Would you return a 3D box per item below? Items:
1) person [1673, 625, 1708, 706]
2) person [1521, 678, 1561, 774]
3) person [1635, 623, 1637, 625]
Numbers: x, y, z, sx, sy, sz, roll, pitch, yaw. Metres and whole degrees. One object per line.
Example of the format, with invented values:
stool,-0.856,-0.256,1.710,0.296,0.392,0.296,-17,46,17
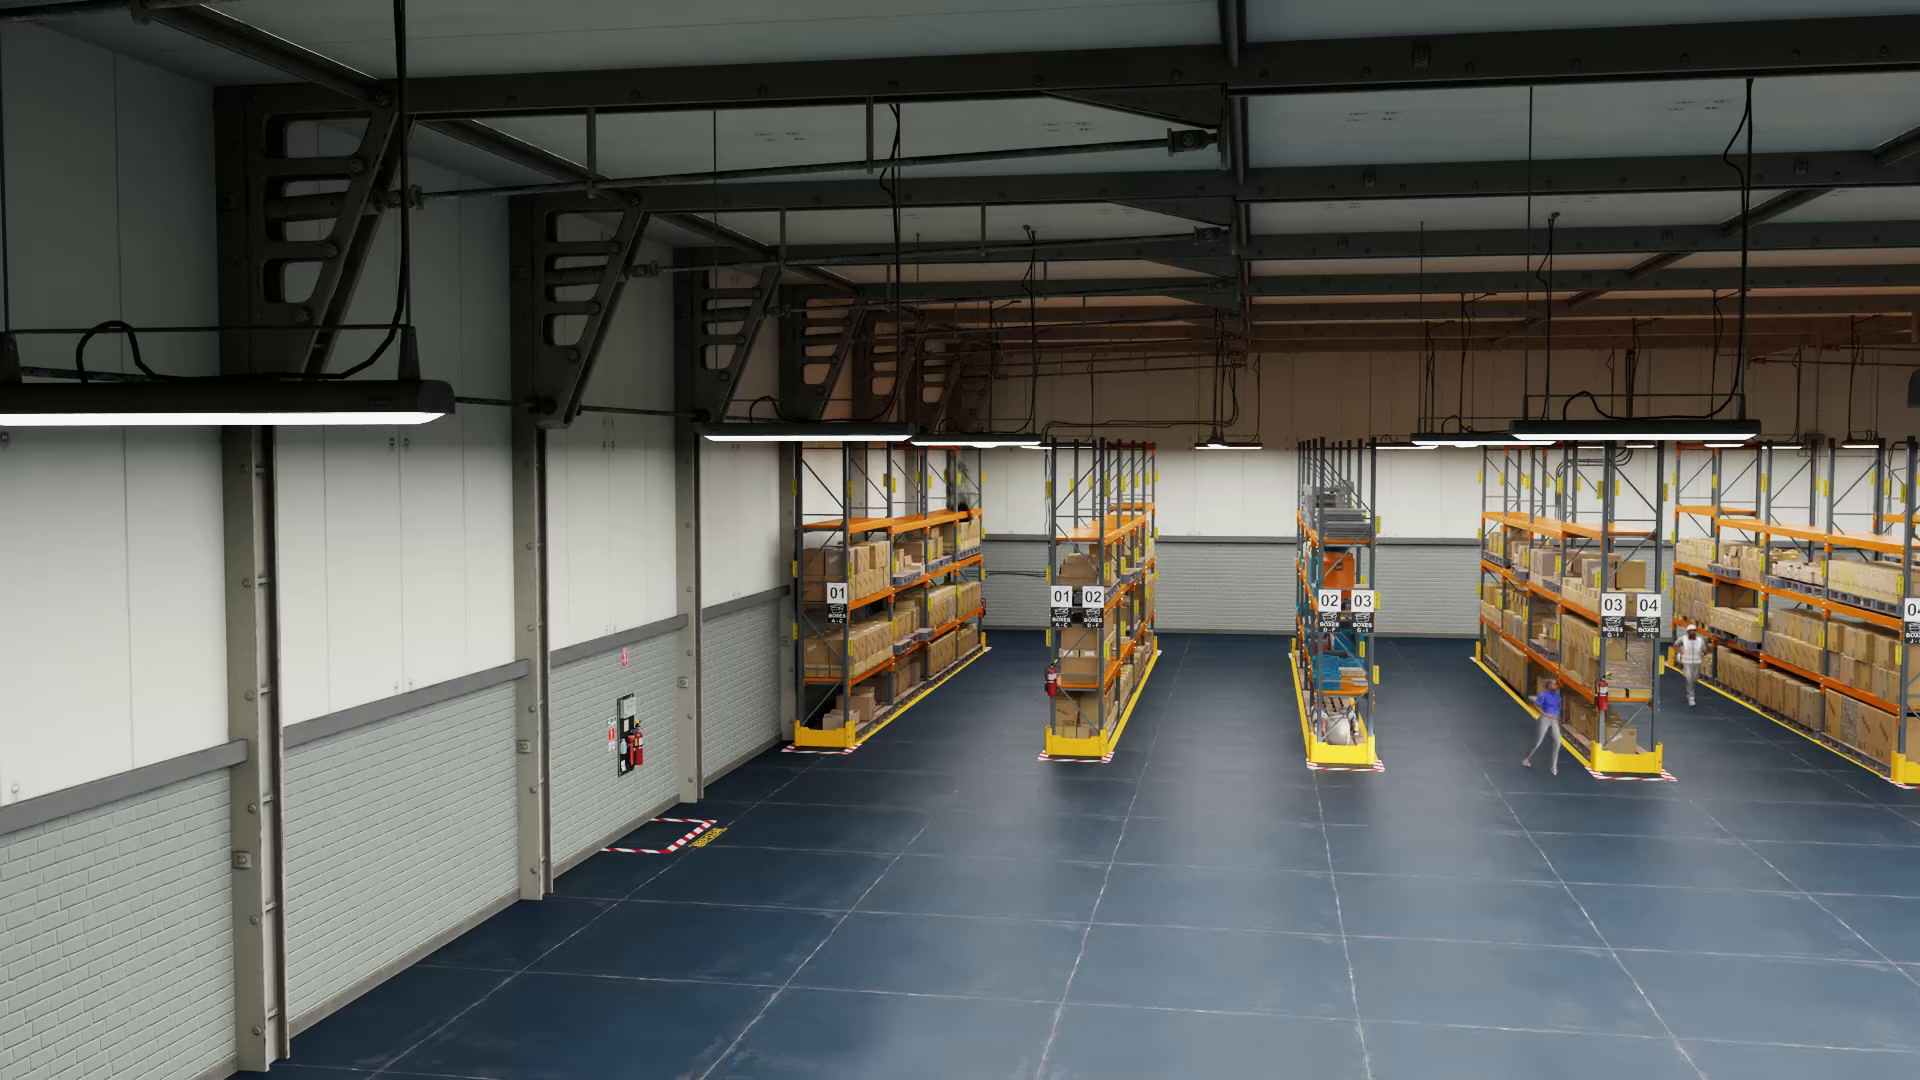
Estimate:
person,16.583,2.808,37.690,0.674,1.786,0.901,0,3,8
person,10.584,3.327,29.941,0.665,1.678,0.796,-1,3,-20
person,17.485,2.687,42.519,0.629,1.611,0.629,1,3,19
